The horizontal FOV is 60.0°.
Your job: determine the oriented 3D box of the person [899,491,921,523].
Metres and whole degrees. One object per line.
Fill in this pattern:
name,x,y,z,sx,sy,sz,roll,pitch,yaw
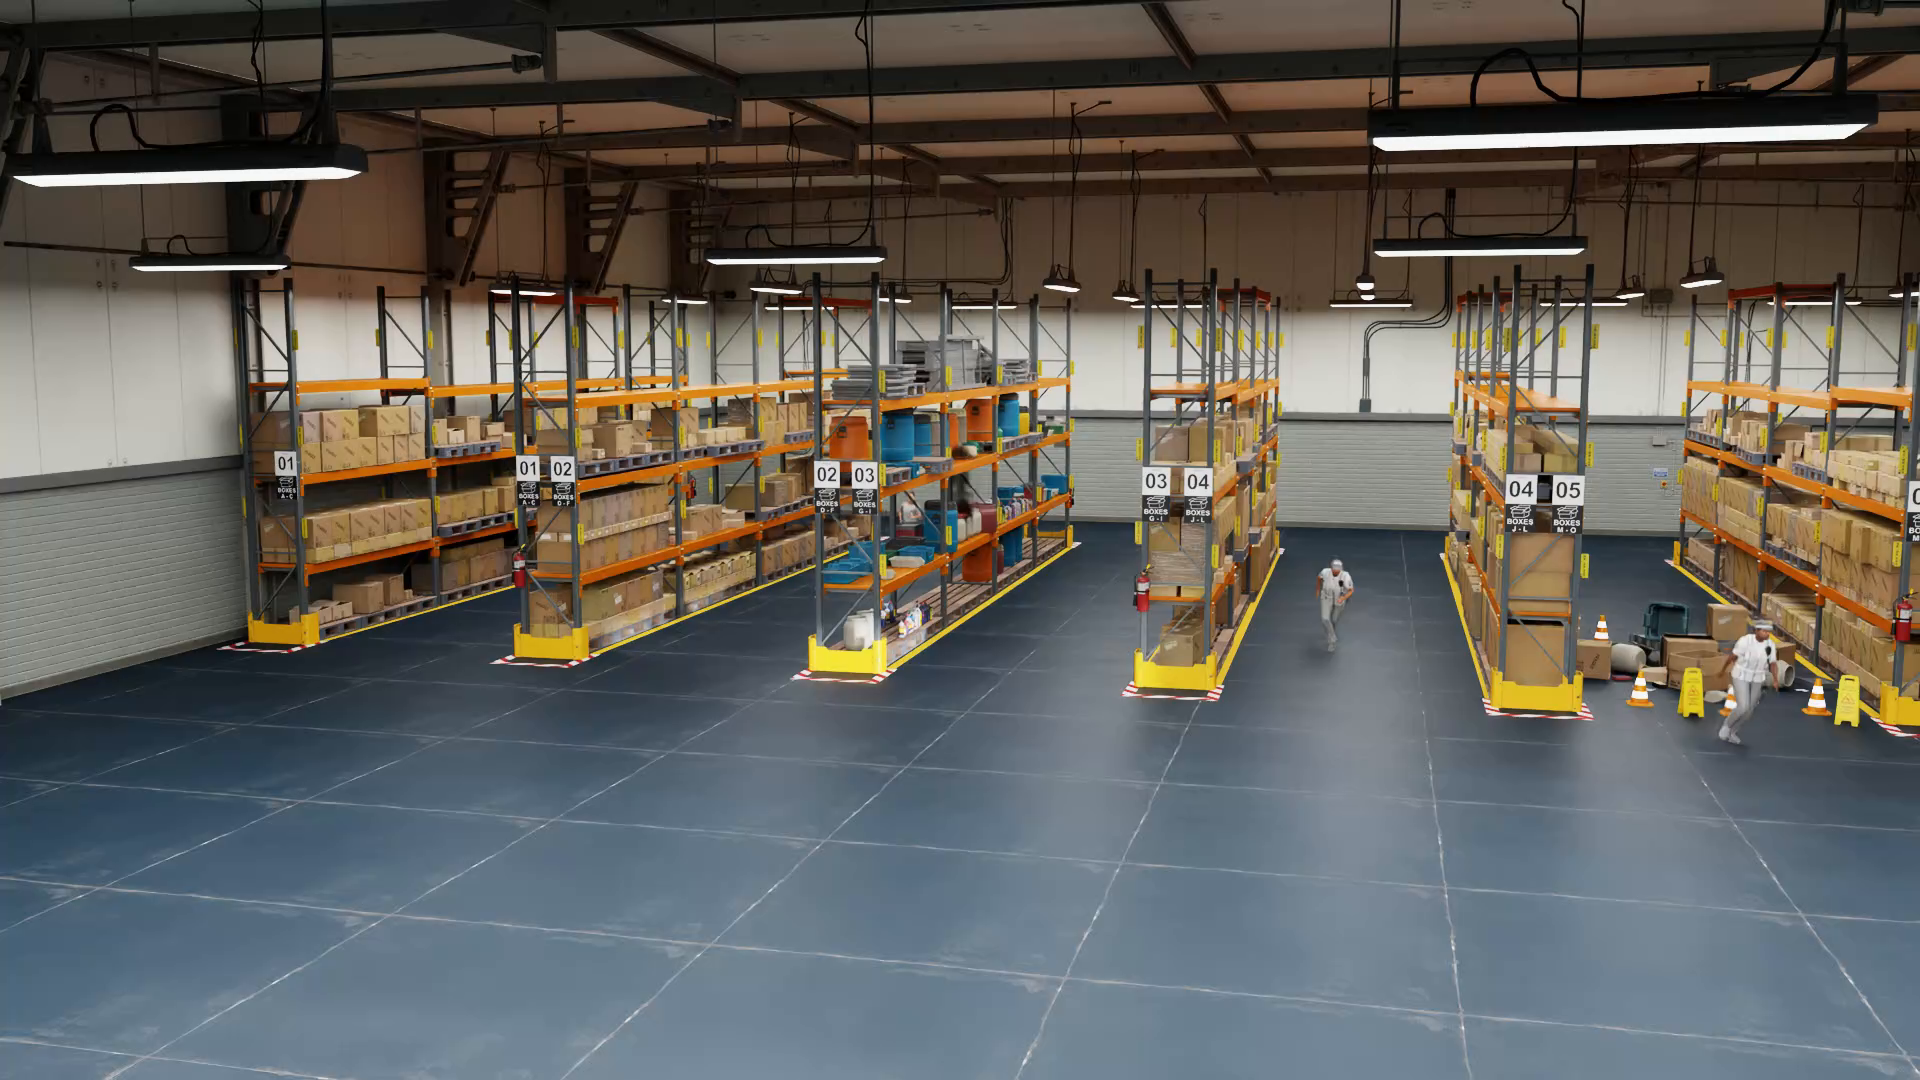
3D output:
person,-1.128,-0.257,36.977,0.538,1.688,0.700,1,7,7

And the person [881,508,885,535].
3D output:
person,-2.343,-0.980,42.905,0.733,1.756,0.671,2,7,15

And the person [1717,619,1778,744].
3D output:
person,9.763,1.747,20.575,0.583,1.612,0.675,-1,7,-4

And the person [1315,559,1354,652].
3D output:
person,6.090,1.011,27.063,0.609,1.504,1.070,1,7,12
